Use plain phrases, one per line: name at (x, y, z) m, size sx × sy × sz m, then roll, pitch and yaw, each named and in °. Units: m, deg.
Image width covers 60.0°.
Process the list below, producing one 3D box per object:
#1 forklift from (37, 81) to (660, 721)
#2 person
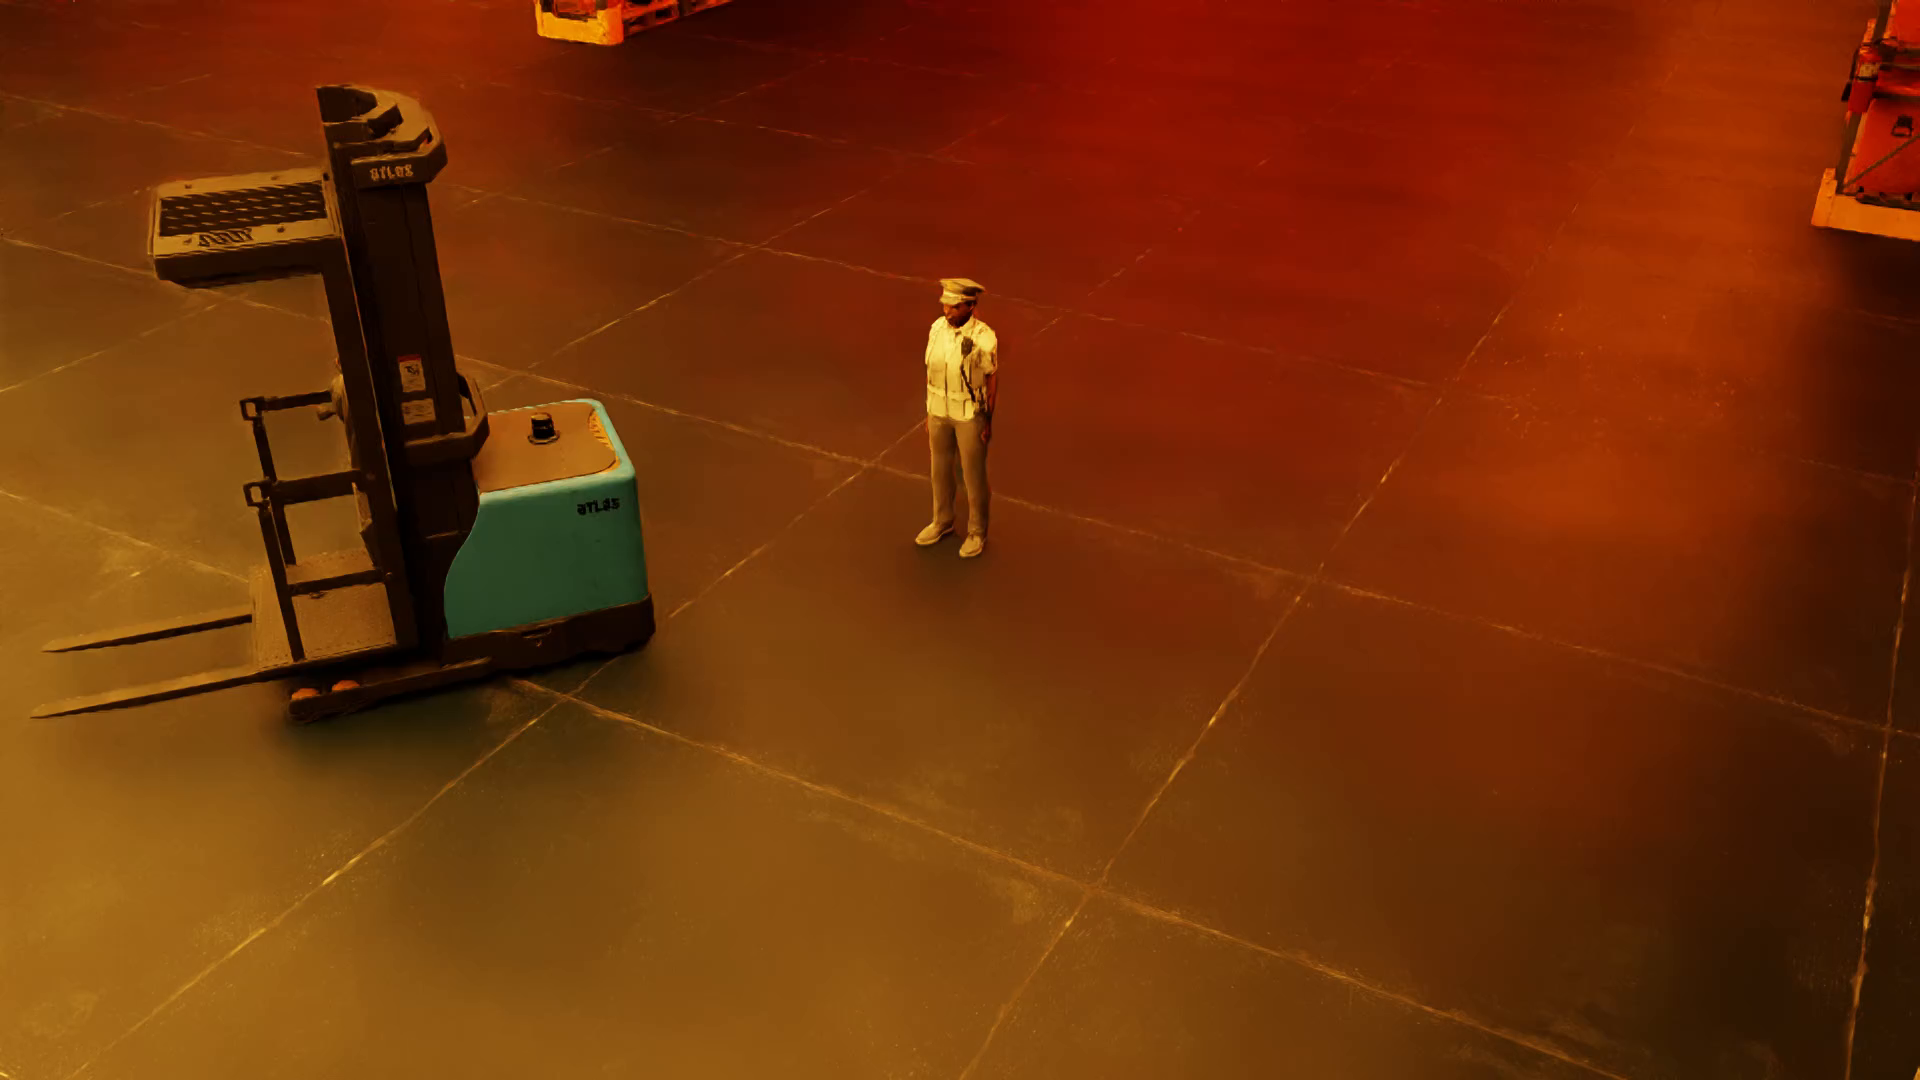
forklift at (-3.198, -0.655, 8.206) m, size 3.031 × 2.935 × 1.130 m, roll -11°, pitch 32°, yaw -19°
person at (-0.016, -0.721, 9.570) m, size 0.446 × 1.688 × 0.339 m, roll 15°, pitch 33°, yaw 25°
